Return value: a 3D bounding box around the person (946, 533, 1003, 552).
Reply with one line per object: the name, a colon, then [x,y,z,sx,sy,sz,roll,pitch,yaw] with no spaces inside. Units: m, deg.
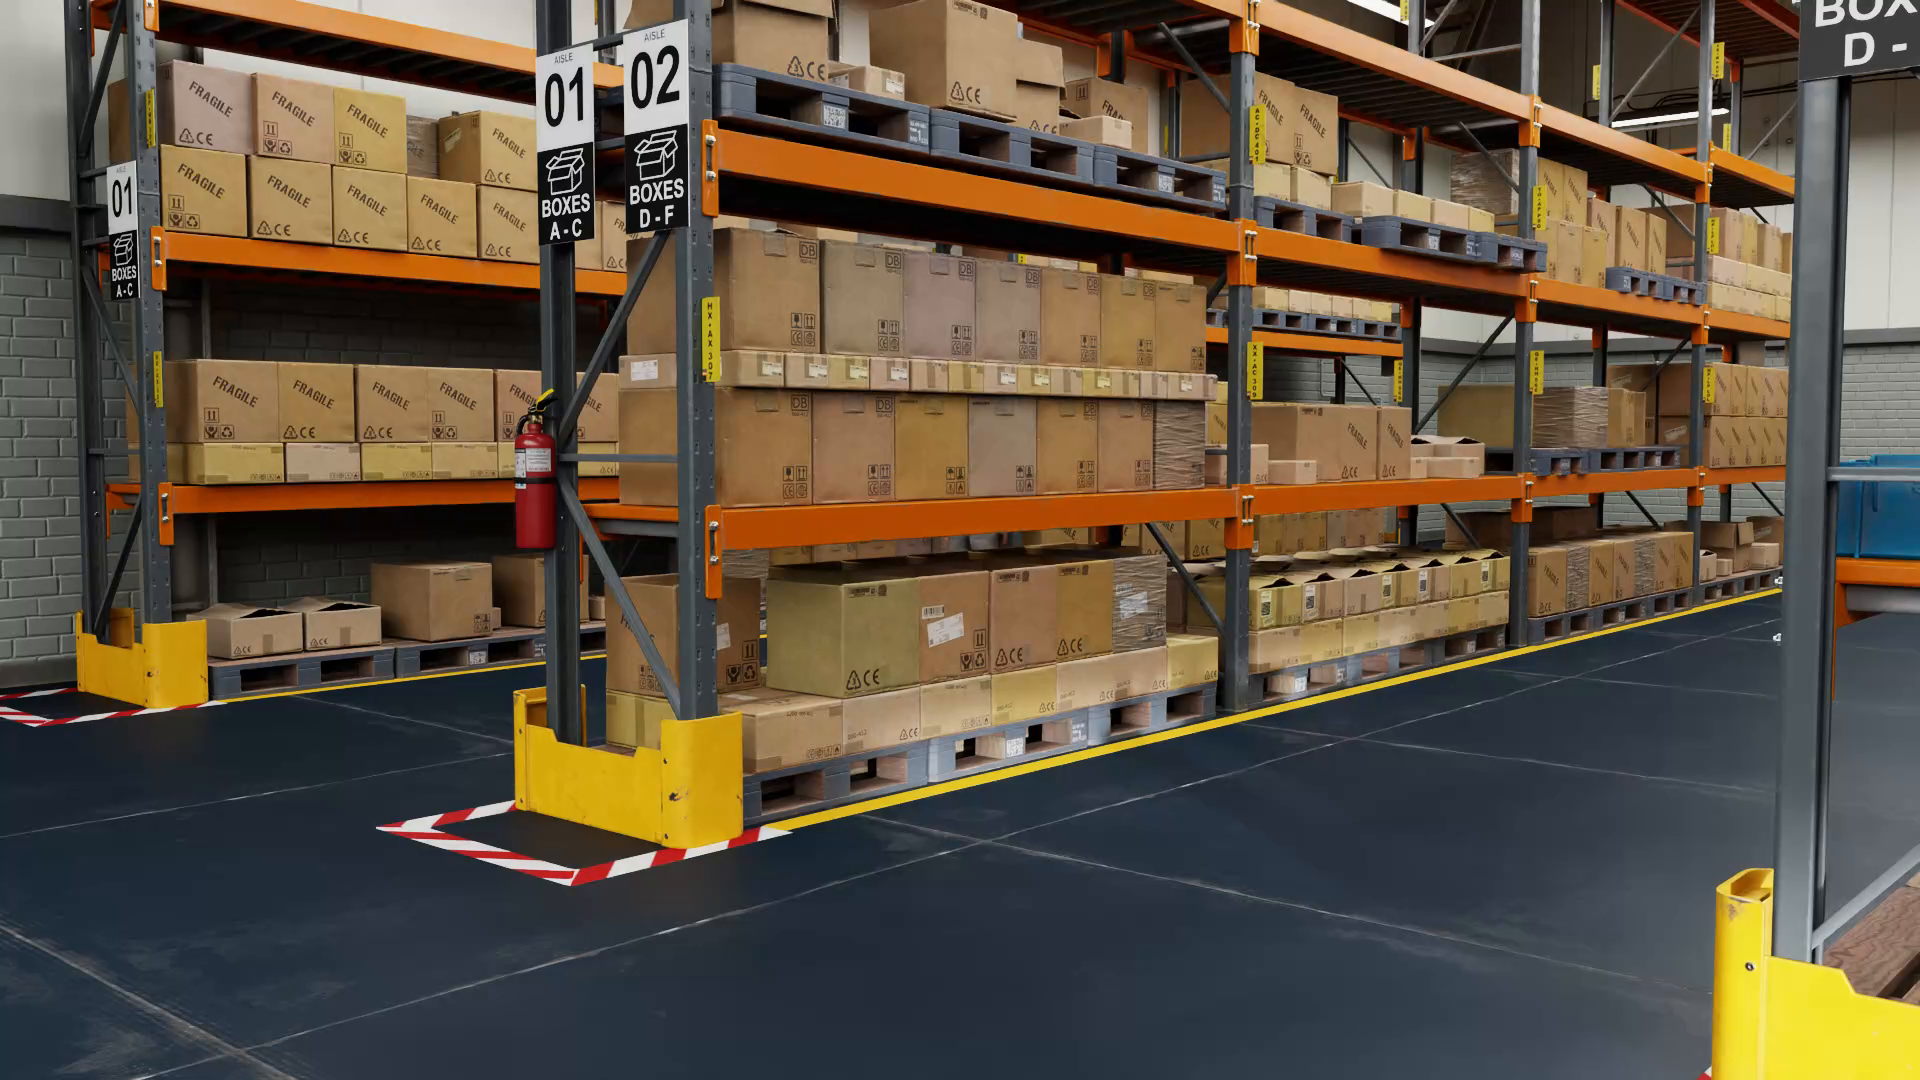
person: [0.110,-0.118,13.420,0.541,1.784,0.422,3,5,42]
